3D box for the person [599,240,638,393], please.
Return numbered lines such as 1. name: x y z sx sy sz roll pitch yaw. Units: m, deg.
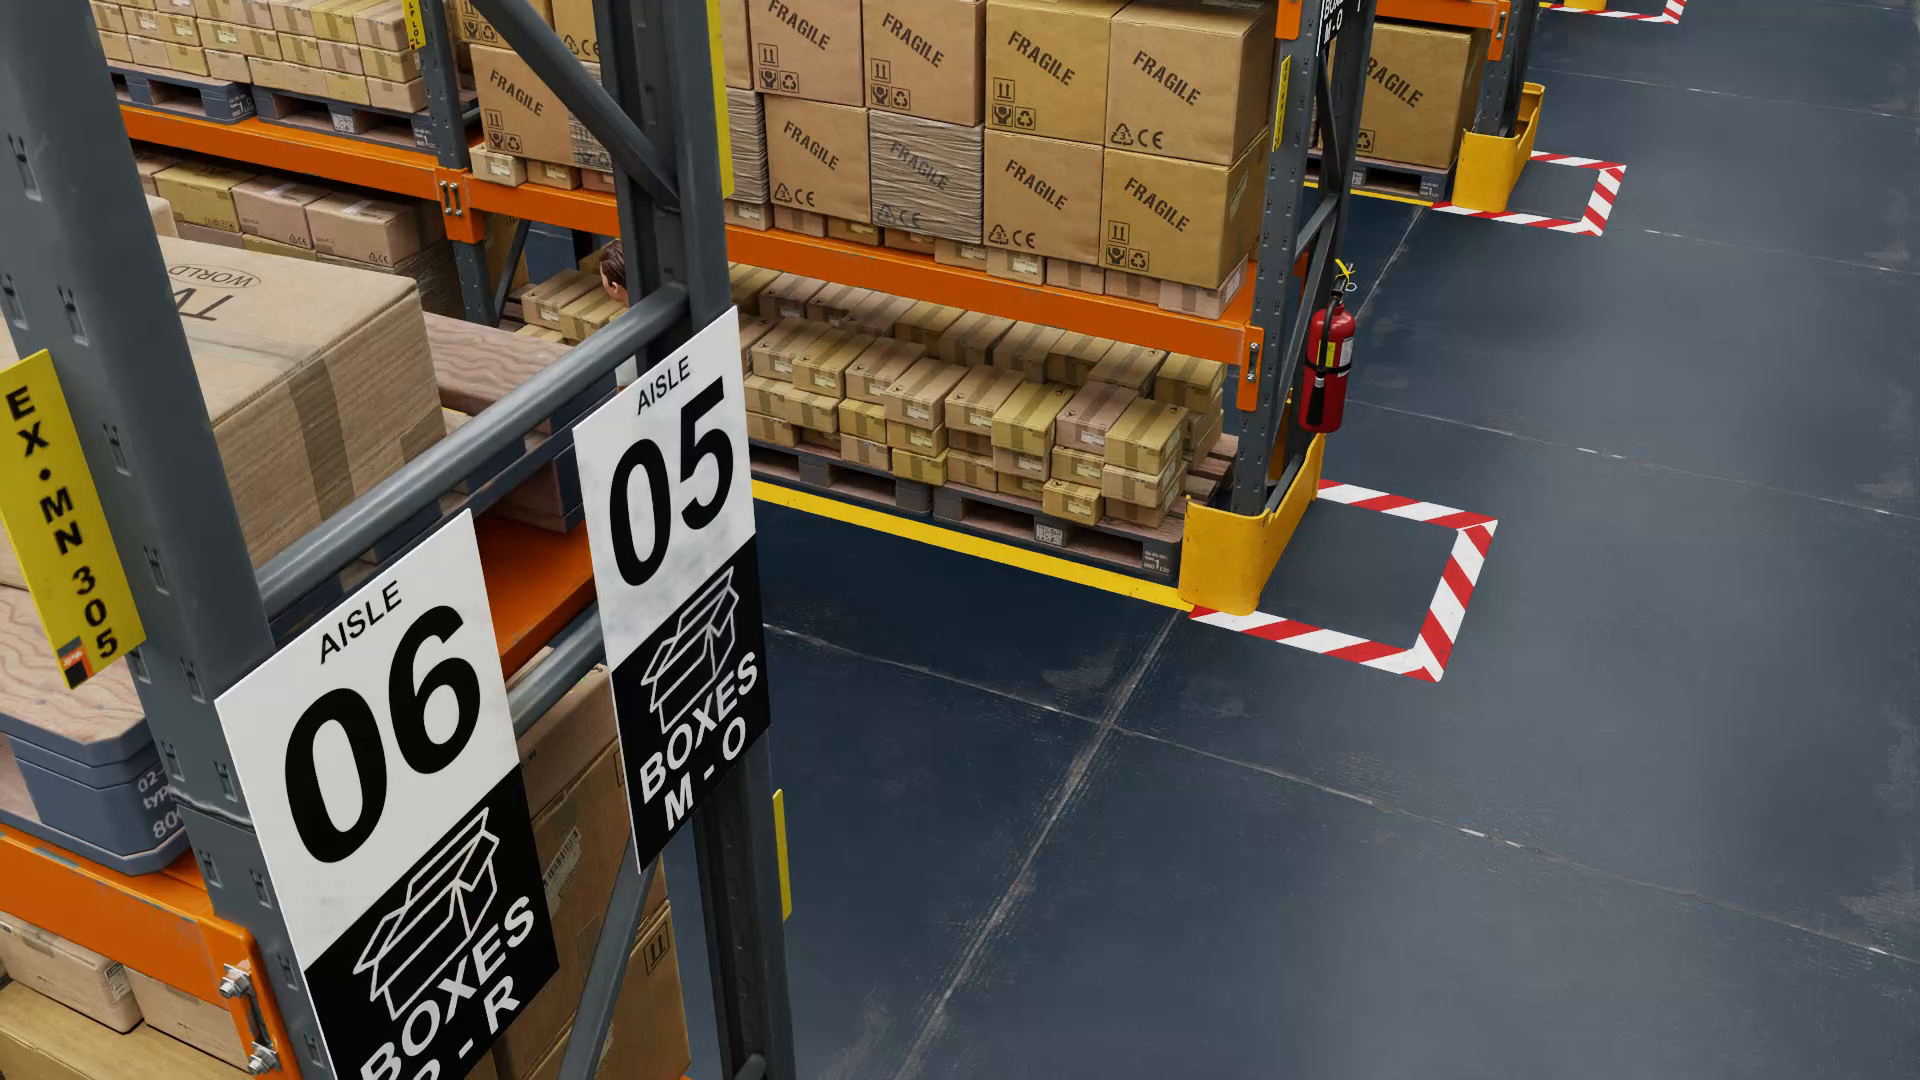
1. person: -1.232 -0.437 6.795 0.360 1.672 0.484 18 38 25
